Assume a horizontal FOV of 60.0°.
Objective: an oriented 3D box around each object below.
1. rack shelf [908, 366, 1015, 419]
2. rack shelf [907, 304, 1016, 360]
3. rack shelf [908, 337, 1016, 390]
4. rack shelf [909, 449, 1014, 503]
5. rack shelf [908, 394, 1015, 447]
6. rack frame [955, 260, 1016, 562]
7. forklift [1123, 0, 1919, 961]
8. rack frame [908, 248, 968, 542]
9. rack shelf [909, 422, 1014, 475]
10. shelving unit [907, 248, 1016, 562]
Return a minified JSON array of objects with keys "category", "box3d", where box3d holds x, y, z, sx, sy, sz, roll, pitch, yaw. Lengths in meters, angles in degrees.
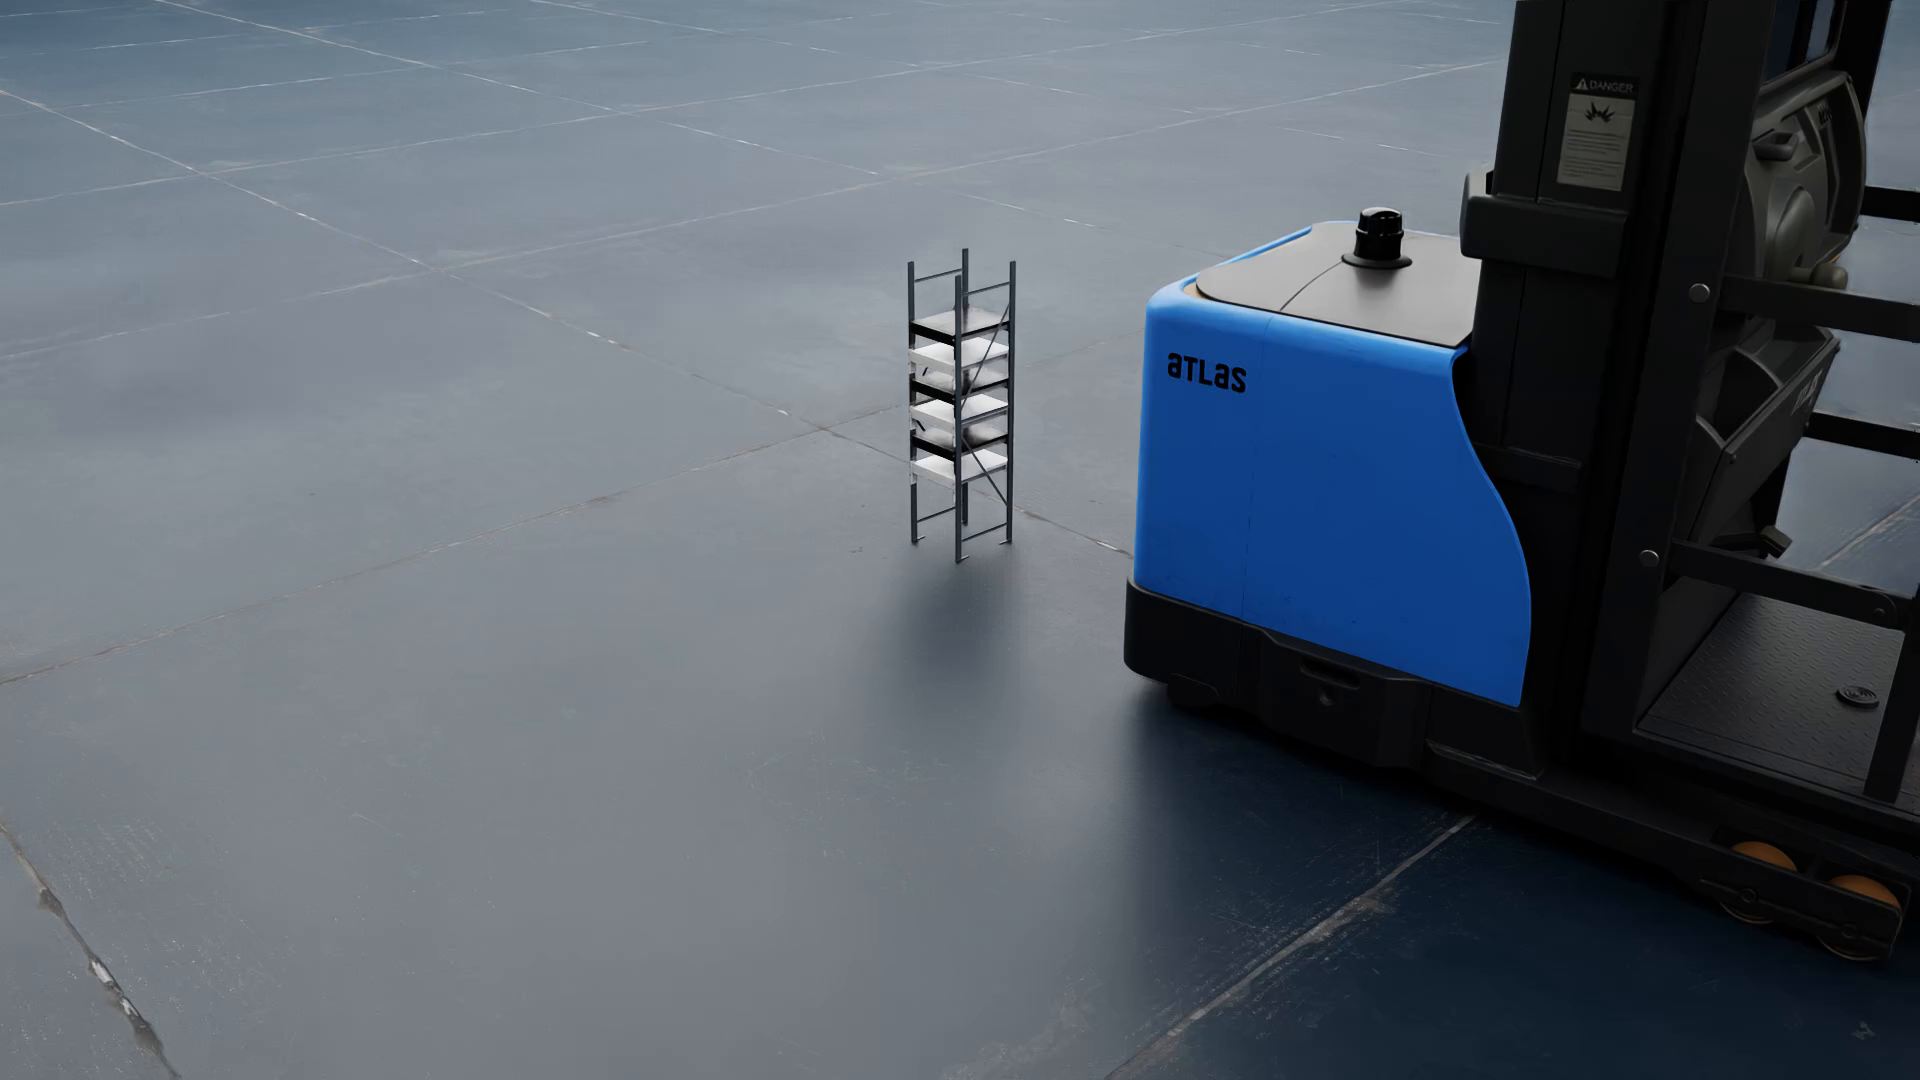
[{"category":"rack shelf","box3d":[0.006,-0.459,5.034,0.258,0.077,0.200,-21,32,-38]},{"category":"rack shelf","box3d":[0.006,-0.622,4.960,0.258,0.077,0.200,-21,32,-38]},{"category":"rack shelf","box3d":[0.006,-0.540,4.997,0.258,0.077,0.200,-21,32,-38]},{"category":"rack shelf","box3d":[0.006,-0.213,5.146,0.258,0.077,0.200,-21,32,-38]},{"category":"rack shelf","box3d":[0.006,-0.377,5.072,0.258,0.077,0.200,-21,32,-38]},{"category":"rack frame","box3d":[0.075,-0.376,4.990,0.240,0.900,0.006,-21,32,-38]},{"category":"forklift","box3d":[1.906,-0.730,3.319,3.031,2.935,1.130,18,30,34]},{"category":"rack frame","box3d":[-0.064,-0.438,5.125,0.240,0.900,0.006,-21,32,-38]},{"category":"rack shelf","box3d":[0.006,-0.295,5.109,0.258,0.077,0.200,-21,32,-38]},{"category":"shelving unit","box3d":[0.006,-0.407,5.058,0.258,0.900,0.210,-21,32,-38]}]
